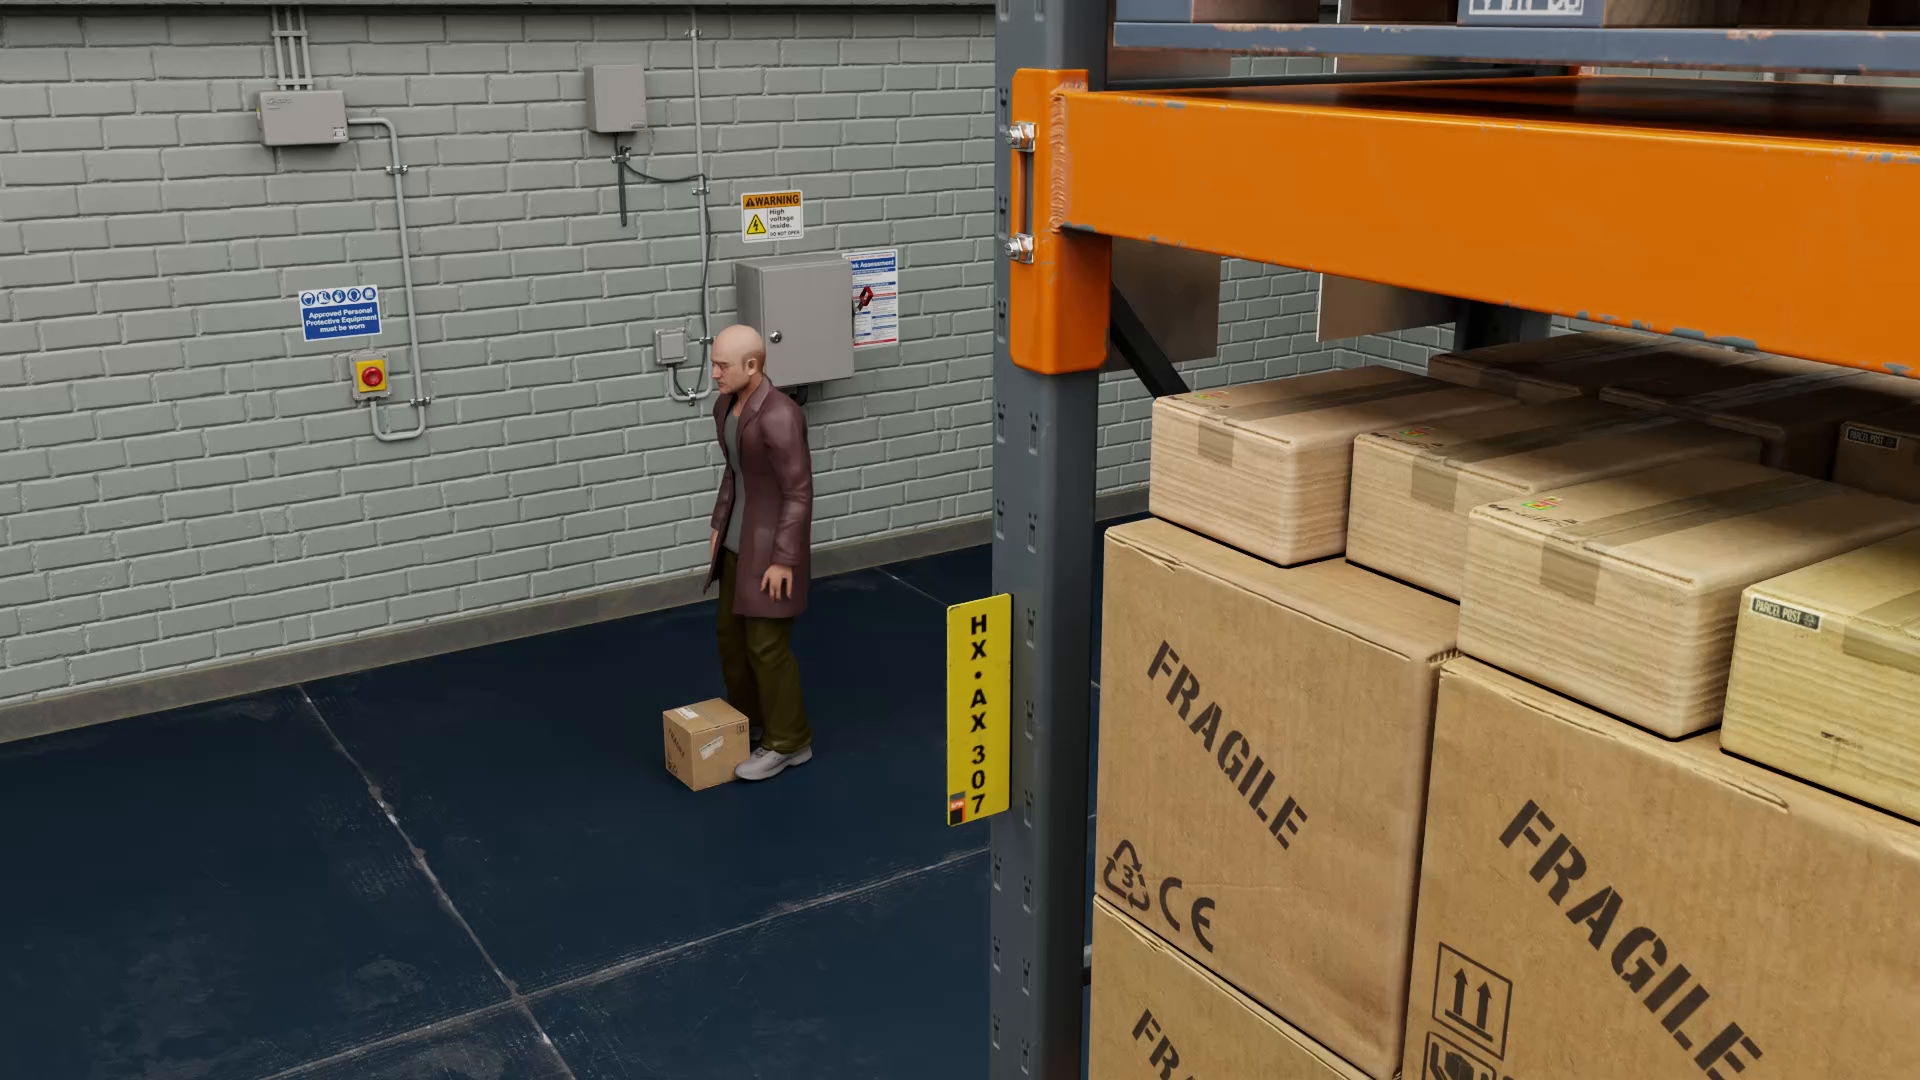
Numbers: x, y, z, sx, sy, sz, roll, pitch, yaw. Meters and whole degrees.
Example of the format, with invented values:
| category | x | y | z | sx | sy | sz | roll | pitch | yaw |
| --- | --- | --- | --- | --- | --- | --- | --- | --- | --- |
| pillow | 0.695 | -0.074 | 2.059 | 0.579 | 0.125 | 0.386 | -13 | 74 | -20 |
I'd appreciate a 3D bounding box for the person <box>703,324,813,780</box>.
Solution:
| category | x | y | z | sx | sy | sz | roll | pitch | yaw |
| --- | --- | --- | --- | --- | --- | --- | --- | --- | --- |
| person | -0.796 | 0.034 | 6.474 | 0.428 | 1.773 | 0.641 | -11 | 21 | -32 |
